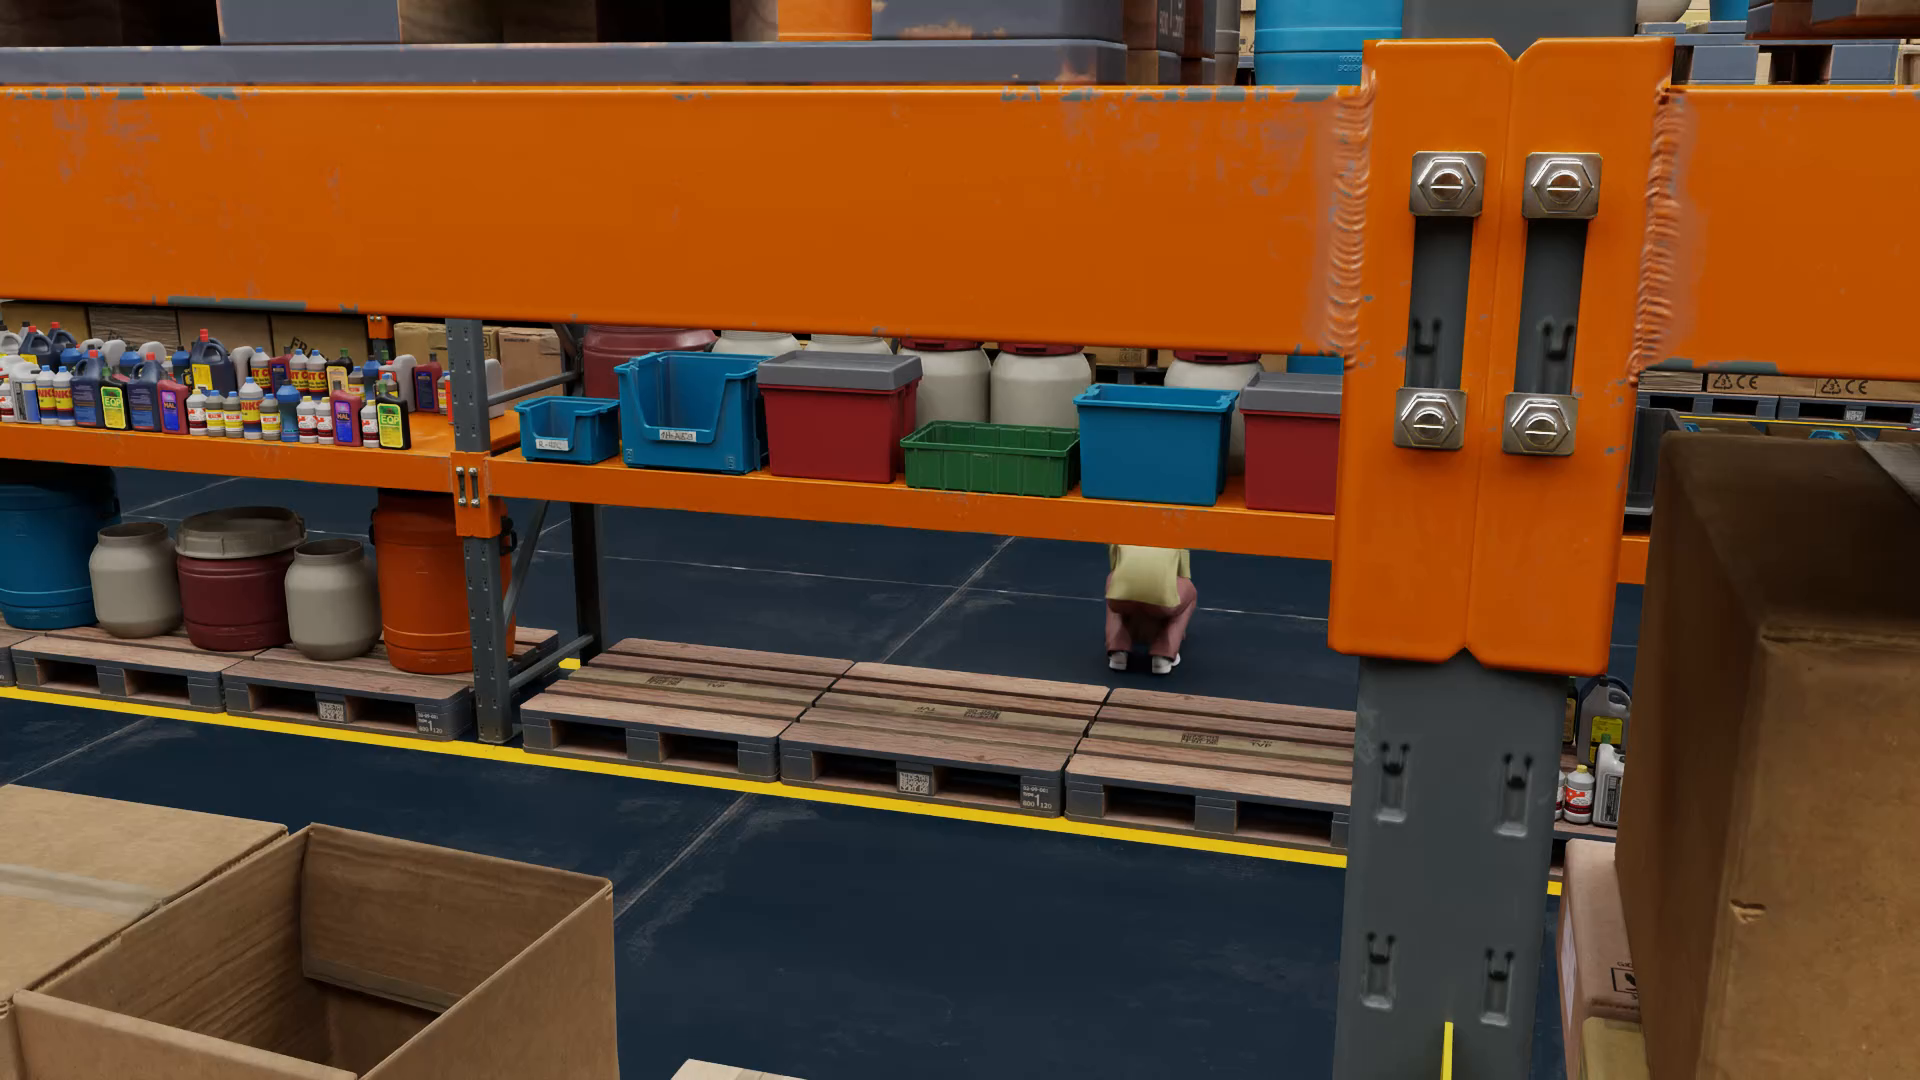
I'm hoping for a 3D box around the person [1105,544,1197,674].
[{"bbox_3d":[0.959,0.268,8.463,0.468,0.787,0.844,4,16,15],"label":"person"}]
